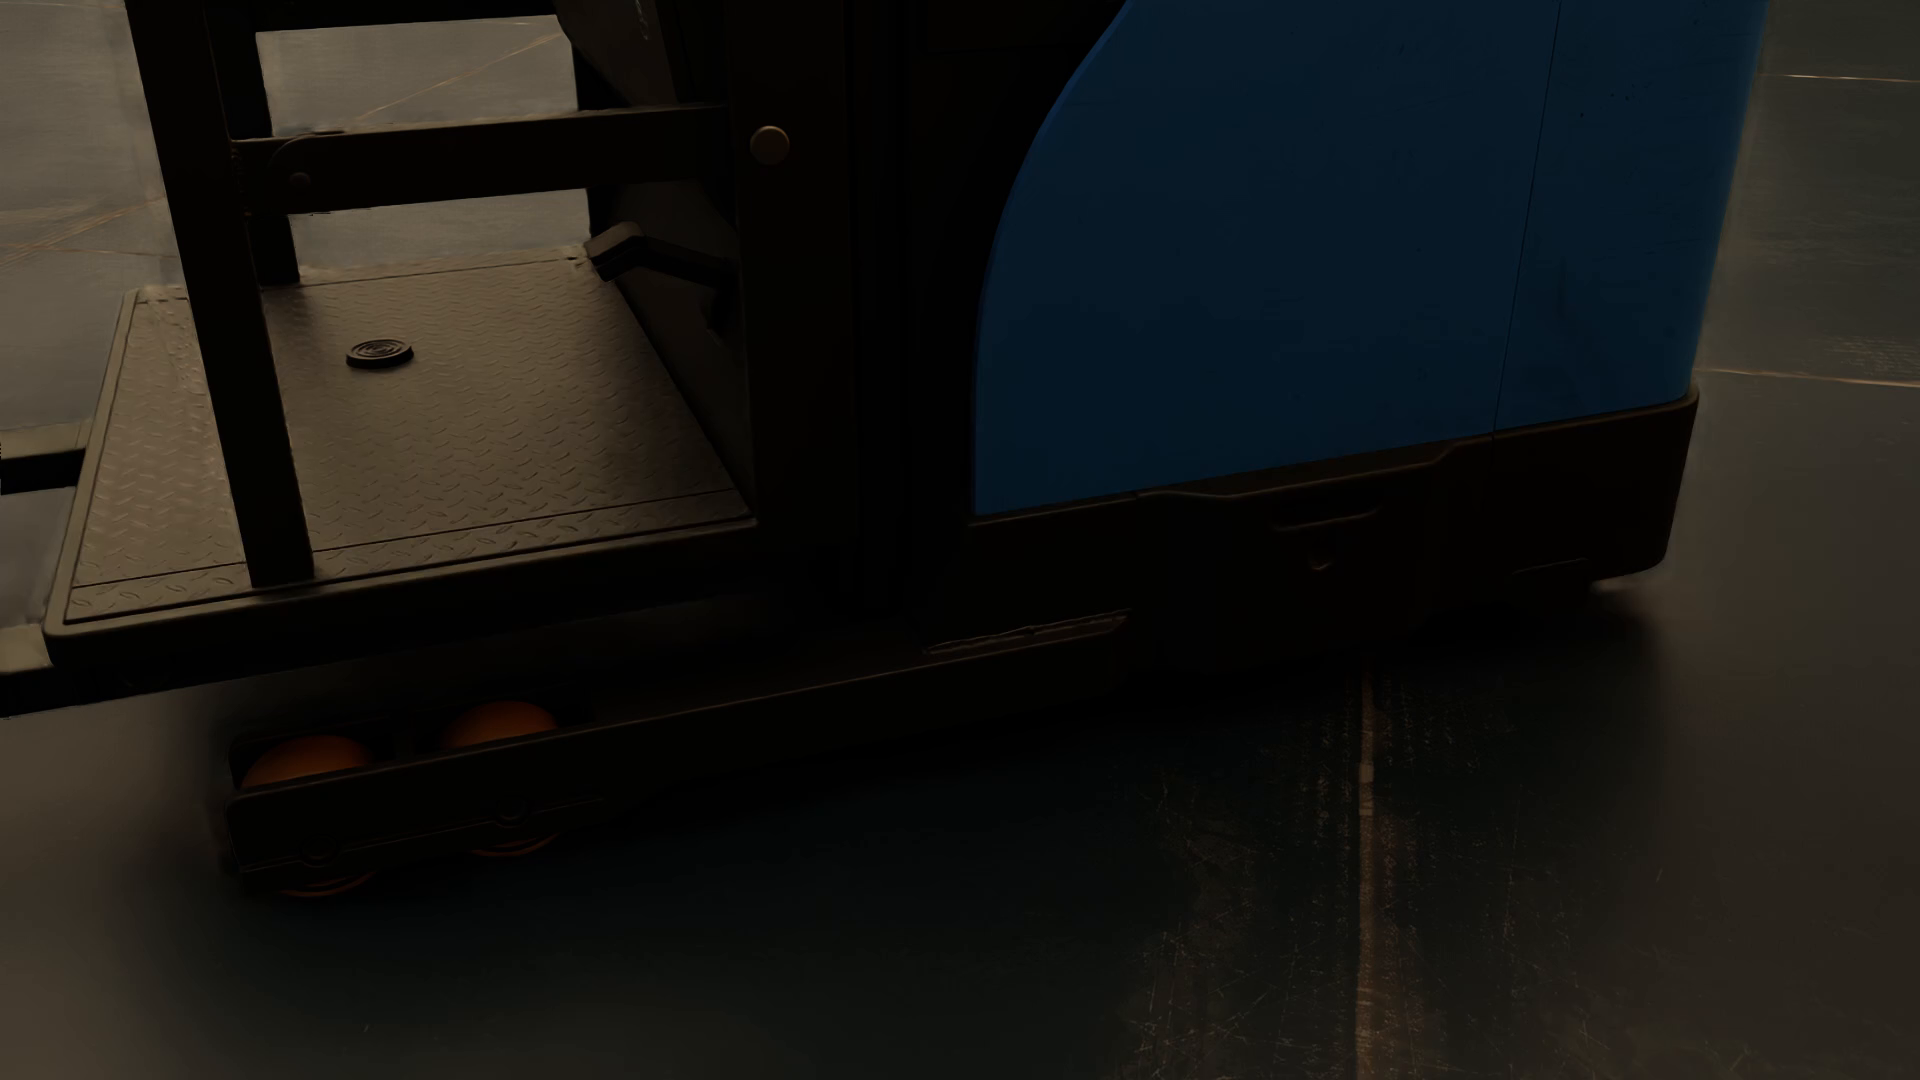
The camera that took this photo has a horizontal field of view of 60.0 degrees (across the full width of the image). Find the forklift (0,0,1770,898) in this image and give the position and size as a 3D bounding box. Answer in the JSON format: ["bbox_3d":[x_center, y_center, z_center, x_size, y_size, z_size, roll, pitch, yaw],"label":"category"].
[{"bbox_3d":[-0.586,-1.201,1.627,3.031,2.935,1.130,-9,28,-18],"label":"forklift"}]
